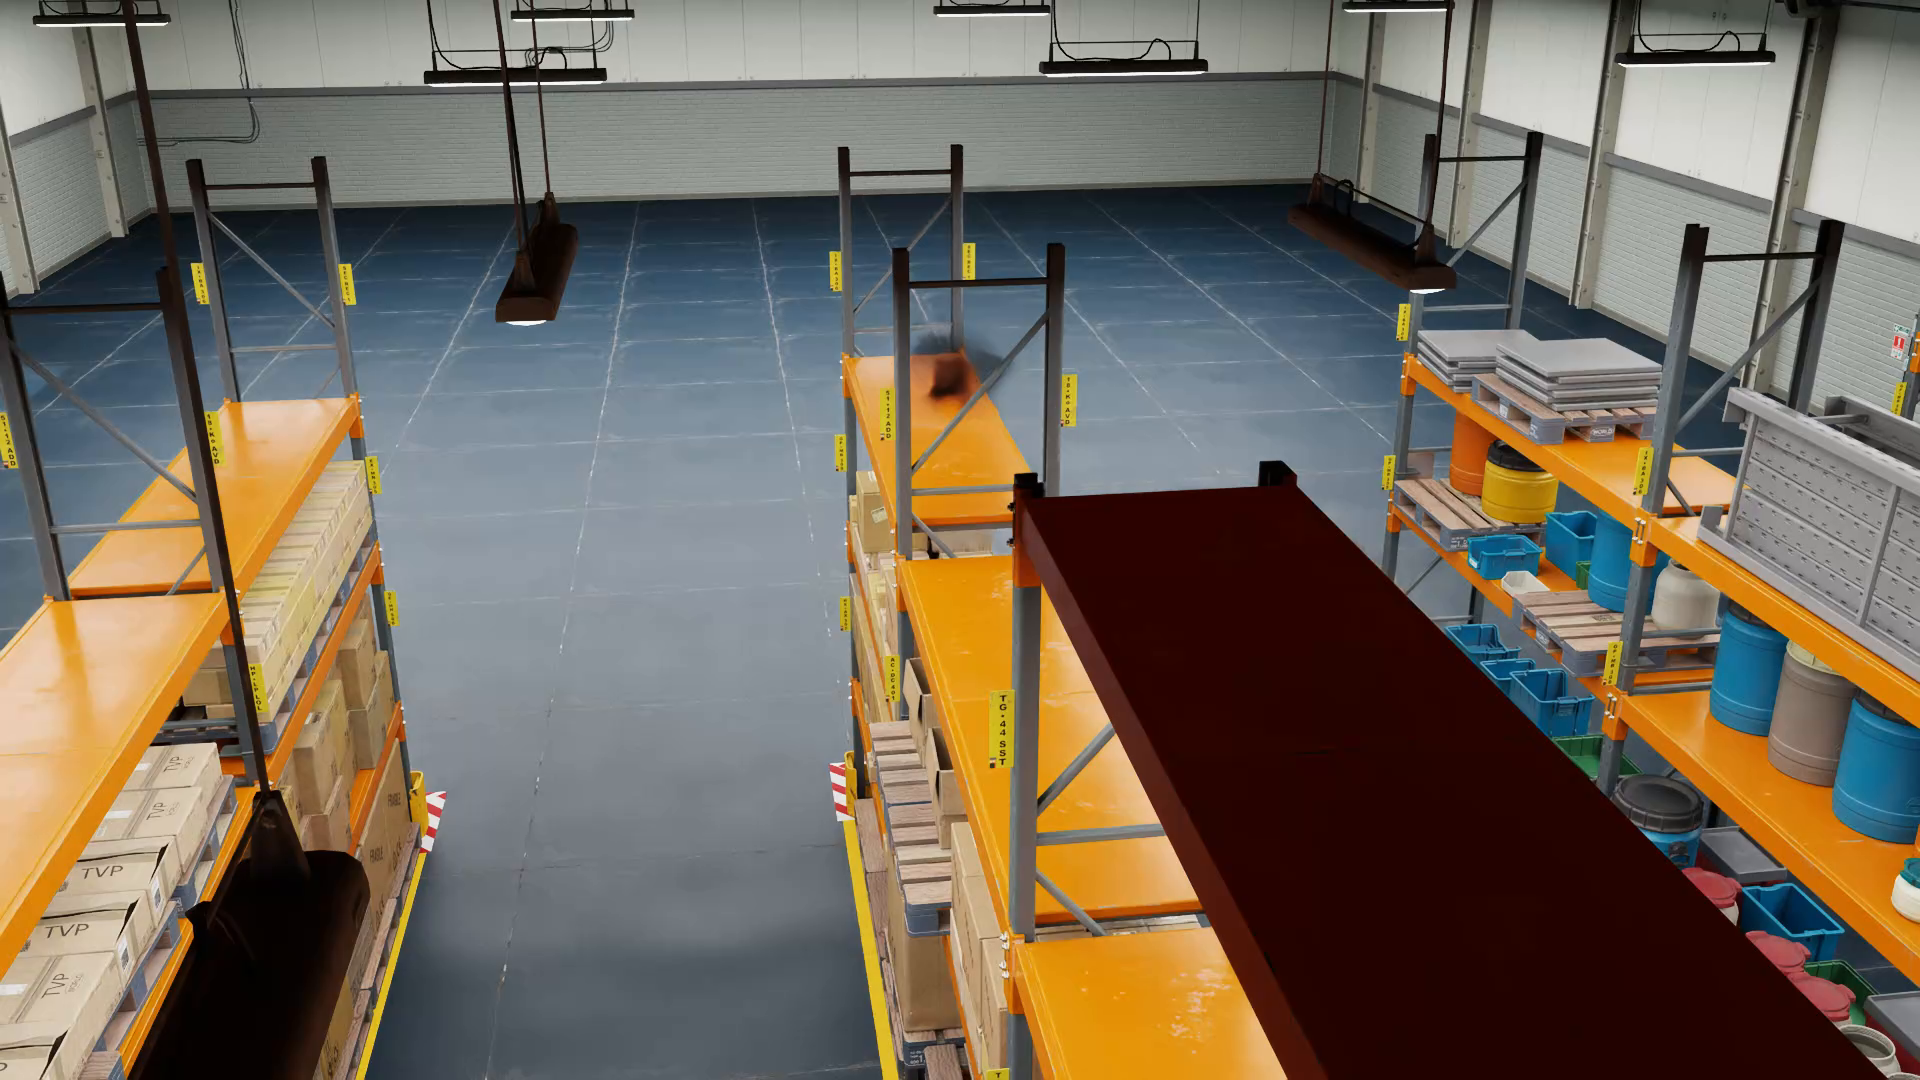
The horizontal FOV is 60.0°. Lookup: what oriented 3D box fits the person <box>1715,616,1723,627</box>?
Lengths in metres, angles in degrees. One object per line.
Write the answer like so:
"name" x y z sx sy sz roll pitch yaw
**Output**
"person" 8.108 0.411 18.229 0.828 1.771 0.716 8 23 19
